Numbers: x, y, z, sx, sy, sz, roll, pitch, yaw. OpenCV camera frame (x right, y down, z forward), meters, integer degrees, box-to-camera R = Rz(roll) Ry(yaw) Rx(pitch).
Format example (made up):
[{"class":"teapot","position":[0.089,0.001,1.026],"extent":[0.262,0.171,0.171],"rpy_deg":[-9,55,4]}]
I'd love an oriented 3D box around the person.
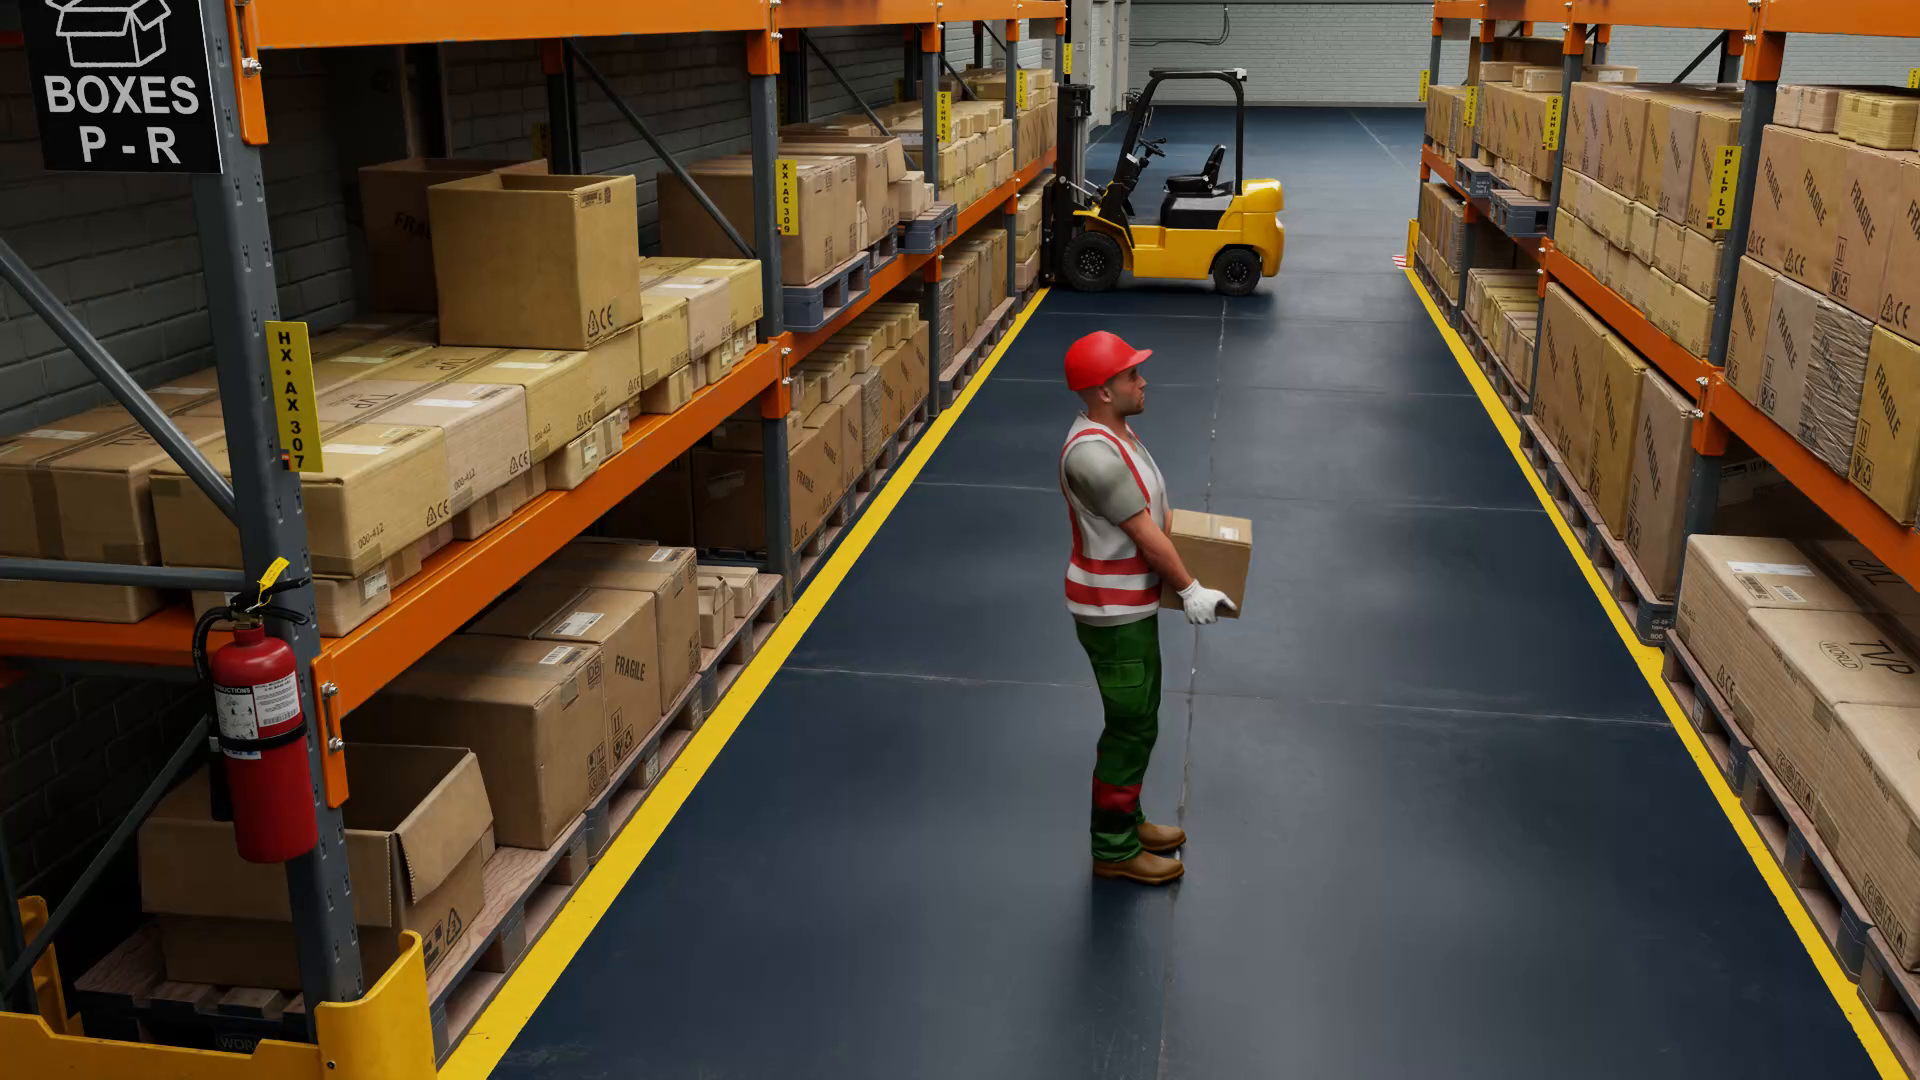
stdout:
[{"class":"person","position":[0.598,0.222,5.330],"extent":[0.564,1.782,0.494],"rpy_deg":[3,18,8]}]
